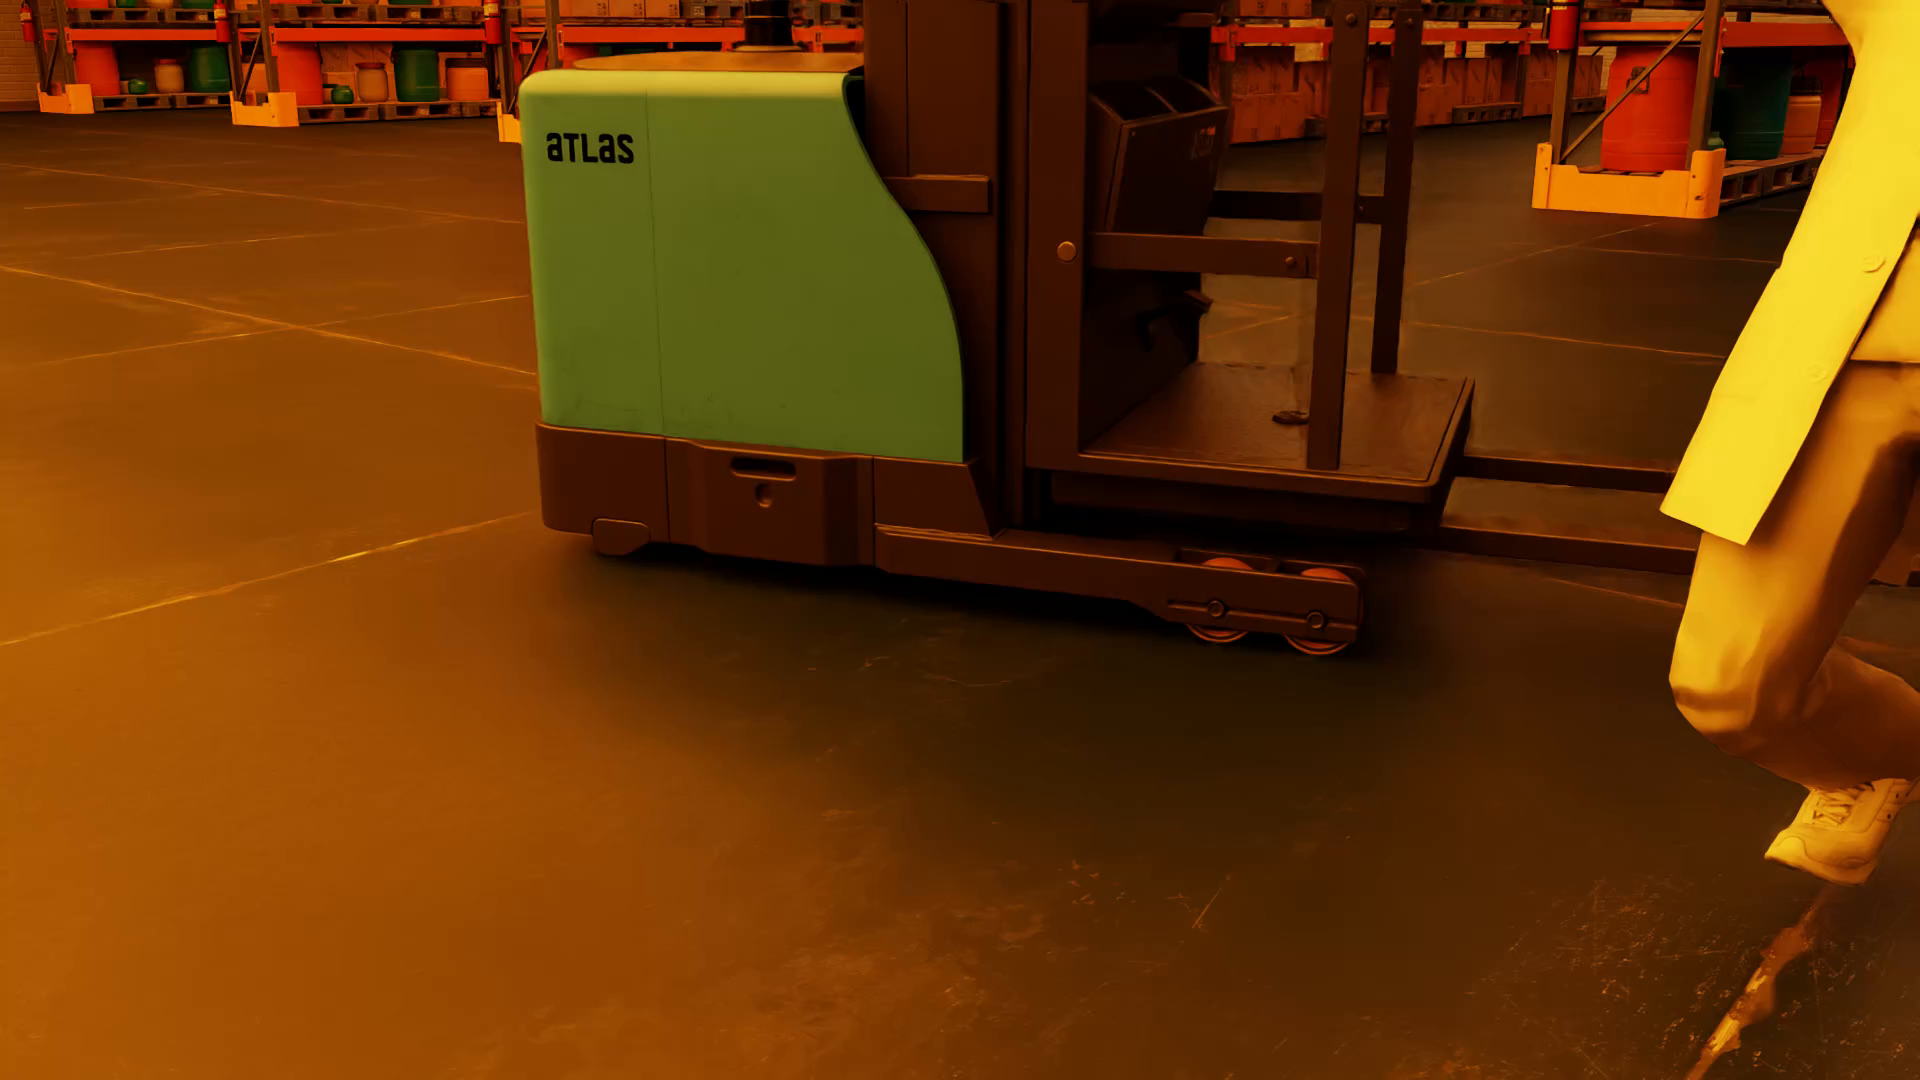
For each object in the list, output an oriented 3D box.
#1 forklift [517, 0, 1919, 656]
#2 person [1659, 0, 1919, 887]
[{"bbox_3d":[0.608,-1.354,3.356,3.031,2.935,1.130,6,18,19],"label":"forklift"},{"bbox_3d":[1.333,-0.295,1.828,1.087,1.731,0.804,12,21,35],"label":"person"}]
